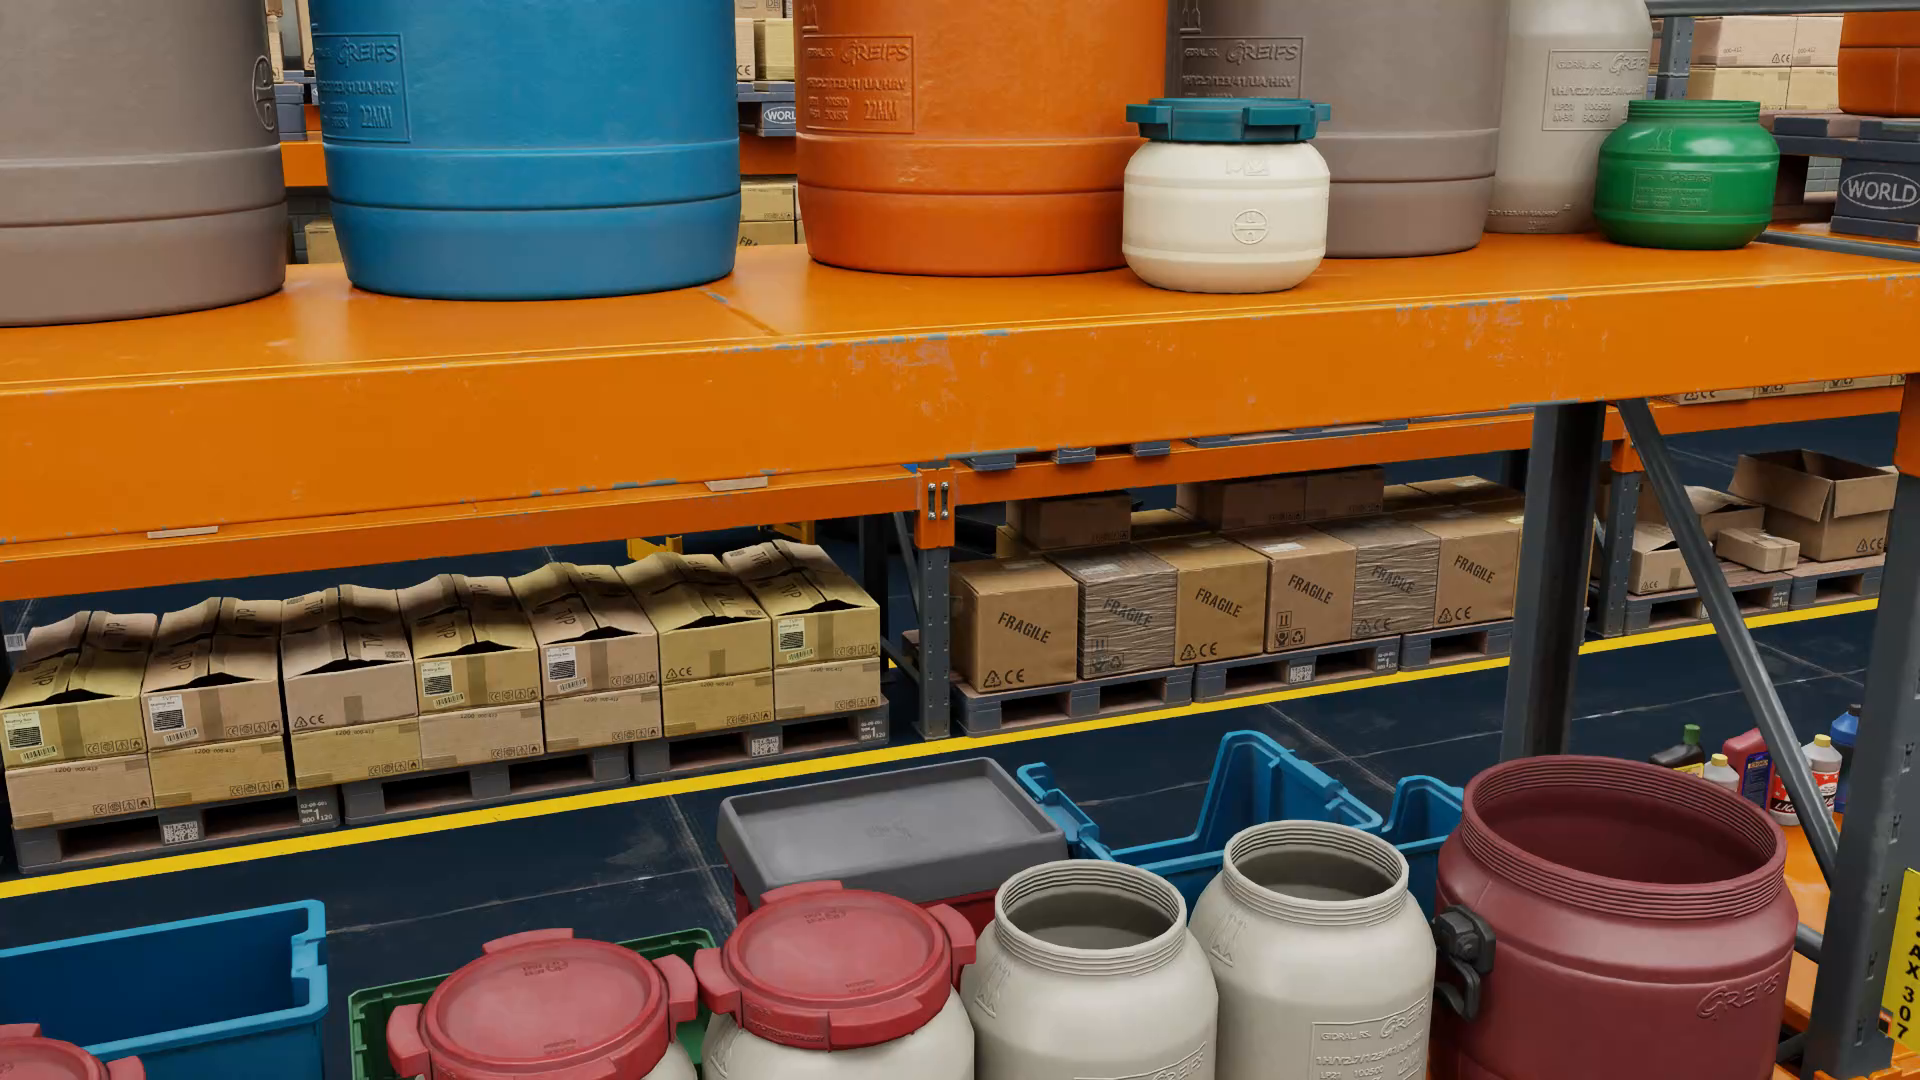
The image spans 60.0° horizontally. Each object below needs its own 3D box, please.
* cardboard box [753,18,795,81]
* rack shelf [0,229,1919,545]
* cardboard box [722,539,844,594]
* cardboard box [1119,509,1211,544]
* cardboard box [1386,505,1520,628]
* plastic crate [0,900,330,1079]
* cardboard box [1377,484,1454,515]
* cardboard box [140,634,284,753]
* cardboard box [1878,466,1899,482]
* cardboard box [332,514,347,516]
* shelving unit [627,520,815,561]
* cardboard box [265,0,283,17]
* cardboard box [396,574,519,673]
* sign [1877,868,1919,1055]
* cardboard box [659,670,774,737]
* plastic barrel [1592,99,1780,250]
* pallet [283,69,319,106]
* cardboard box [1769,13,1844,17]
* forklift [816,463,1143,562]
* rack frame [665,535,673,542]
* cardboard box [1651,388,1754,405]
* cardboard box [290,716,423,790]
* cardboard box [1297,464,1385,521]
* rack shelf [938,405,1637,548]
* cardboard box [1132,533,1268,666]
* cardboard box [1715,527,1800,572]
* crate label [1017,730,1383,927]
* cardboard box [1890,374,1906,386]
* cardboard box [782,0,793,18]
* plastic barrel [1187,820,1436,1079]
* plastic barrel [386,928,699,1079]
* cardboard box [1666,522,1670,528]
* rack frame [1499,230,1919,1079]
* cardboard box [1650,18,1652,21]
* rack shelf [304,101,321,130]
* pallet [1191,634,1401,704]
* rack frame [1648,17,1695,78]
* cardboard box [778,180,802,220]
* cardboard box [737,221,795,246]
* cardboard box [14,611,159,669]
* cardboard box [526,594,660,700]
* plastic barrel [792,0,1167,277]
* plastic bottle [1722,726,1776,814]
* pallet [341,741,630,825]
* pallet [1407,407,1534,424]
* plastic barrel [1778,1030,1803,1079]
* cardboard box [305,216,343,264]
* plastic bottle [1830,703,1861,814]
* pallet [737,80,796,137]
[{"bbox_3d":[-0.685,-2.130,7.225,0.500,0.250,0.500,-8,18,-24],"label":"cardboard box"},{"bbox_3d":[-0.381,-0.211,2.445,4.000,0.370,1.077,-6,17,-20],"label":"rack shelf"},{"bbox_3d":[-0.876,0.203,8.224,0.500,0.311,0.500,-6,17,-18],"label":"cardboard box"},{"bbox_3d":[0.991,0.158,8.891,0.500,0.500,0.500,-7,18,-22],"label":"cardboard box"},{"bbox_3d":[2.630,0.136,8.967,0.500,0.500,0.500,-6,17,-20],"label":"cardboard box"},{"bbox_3d":[-1.329,0.900,2.739,0.575,0.384,0.392,-6,17,-20],"label":"plastic crate"},{"bbox_3d":[2.420,0.005,9.414,0.500,0.500,0.500,-6,17,-19],"label":"cardboard box"},{"bbox_3d":[-3.073,0.605,6.854,0.500,0.311,0.500,-6,18,-21],"label":"cardboard box"},{"bbox_3d":[6.112,-0.289,10.860,0.500,0.250,0.500,-6,17,-20],"label":"cardboard box"},{"bbox_3d":[-2.802,-0.393,6.934,0.500,0.500,0.500,-5,17,-16],"label":"cardboard box"},{"bbox_3d":[-1.550,-0.647,10.638,1.083,1.500,0.587,-13,21,-38],"label":"shelving unit"},{"bbox_3d":[-2.904,-2.262,6.345,0.500,0.500,0.500,-4,17,-15],"label":"cardboard box"},{"bbox_3d":[-2.321,0.361,7.686,0.500,0.311,0.500,-6,18,-21],"label":"cardboard box"},{"bbox_3d":[1.690,0.748,2.939,0.005,0.325,0.100,-6,17,-20],"label":"sign"},{"bbox_3d":[-1.166,0.666,7.641,0.500,0.250,0.500,-6,18,-21],"label":"cardboard box"},{"bbox_3d":[1.275,-0.644,2.921,0.294,0.245,0.294,0,16,0],"label":"plastic barrel"},{"bbox_3d":[-4.211,-3.010,11.035,1.003,0.211,1.213,-6,17,-20],"label":"pallet"},{"bbox_3d":[4.411,-3.064,8.933,0.500,0.500,0.700,-6,17,-20],"label":"cardboard box"},{"bbox_3d":[0.476,-1.293,10.299,3.031,2.935,1.130,13,21,38],"label":"forklift"},{"bbox_3d":[-1.947,-0.553,10.320,0.032,1.500,0.500,-13,21,-38],"label":"rack frame"},{"bbox_3d":[4.027,-1.053,9.182,0.500,0.500,0.500,-6,17,-19],"label":"cardboard box"},{"bbox_3d":[-2.591,0.820,7.118,0.500,0.250,0.500,-7,18,-22],"label":"cardboard box"},{"bbox_3d":[1.981,-0.311,9.159,0.500,0.250,0.500,-6,17,-20],"label":"cardboard box"},{"bbox_3d":[1.586,-0.478,8.680,4.000,0.370,1.077,-6,17,-20],"label":"rack shelf"},{"bbox_3d":[1.202,0.292,8.435,0.500,0.500,0.500,-6,18,-21],"label":"cardboard box"},{"bbox_3d":[4.727,0.048,9.859,0.250,0.166,0.380,-6,17,-20],"label":"cardboard box"},{"bbox_3d":[0.462,0.694,3.349,0.616,0.435,0.502,-6,17,-20],"label":"crate label"},{"bbox_3d":[5.446,-1.207,9.706,0.500,0.500,0.500,-6,18,-21],"label":"cardboard box"},{"bbox_3d":[-1.150,-3.754,12.277,0.500,0.500,0.700,-7,18,-23],"label":"cardboard box"},{"bbox_3d":[0.603,0.788,2.892,0.421,0.512,0.421,0,16,0],"label":"plastic barrel"},{"bbox_3d":[-0.591,0.907,2.444,0.433,0.535,0.433,0,16,0],"label":"plastic barrel"},{"bbox_3d":[4.212,-0.054,10.237,0.250,0.149,0.380,-6,17,-20],"label":"cardboard box"},{"bbox_3d":[1.487,0.682,3.452,0.127,3.000,1.000,-6,17,-20],"label":"rack frame"},{"bbox_3d":[3.810,-2.753,9.203,0.500,0.250,0.500,-6,17,-20],"label":"cardboard box"},{"bbox_3d":[-3.926,-2.817,11.321,4.000,0.370,1.077,-6,17,-20],"label":"rack shelf"},{"bbox_3d":[1.566,0.529,8.922,1.213,0.211,1.003,-6,17,-20],"label":"pallet"},{"bbox_3d":[3.453,-3.903,8.420,0.127,3.000,1.000,-6,17,-20],"label":"rack frame"},{"bbox_3d":[-1.040,-2.517,12.274,0.500,0.250,0.500,-6,18,-21],"label":"cardboard box"},{"bbox_3d":[-1.513,-2.107,12.207,0.500,0.500,0.500,-6,17,-18],"label":"cardboard box"},{"bbox_3d":[-3.742,0.514,7.164,0.500,0.311,0.500,-6,17,-20],"label":"cardboard box"},{"bbox_3d":[-1.638,0.449,7.385,0.500,0.311,0.500,-6,17,-20],"label":"cardboard box"},{"bbox_3d":[0.032,-0.872,2.657,0.708,0.830,0.600,-6,17,-20],"label":"plastic barrel"},{"bbox_3d":[1.928,0.562,4.069,0.133,0.283,0.061,-6,17,-20],"label":"plastic bottle"},{"bbox_3d":[-2.202,0.911,7.622,1.213,0.211,1.003,-6,17,-20],"label":"pallet"},{"bbox_3d":[2.668,-0.881,9.116,1.213,0.211,1.003,-6,17,-20],"label":"pallet"},{"bbox_3d":[1.938,1.468,3.882,0.708,0.830,0.600,-6,17,-20],"label":"plastic barrel"},{"bbox_3d":[-4.178,-1.952,11.463,0.500,0.500,0.700,-4,17,-12],"label":"cardboard box"},{"bbox_3d":[2.224,0.541,4.161,0.097,0.271,0.097,0,16,0],"label":"plastic bottle"},{"bbox_3d":[-0.884,-1.878,7.183,1.003,0.211,1.213,-5,17,-18],"label":"pallet"}]
